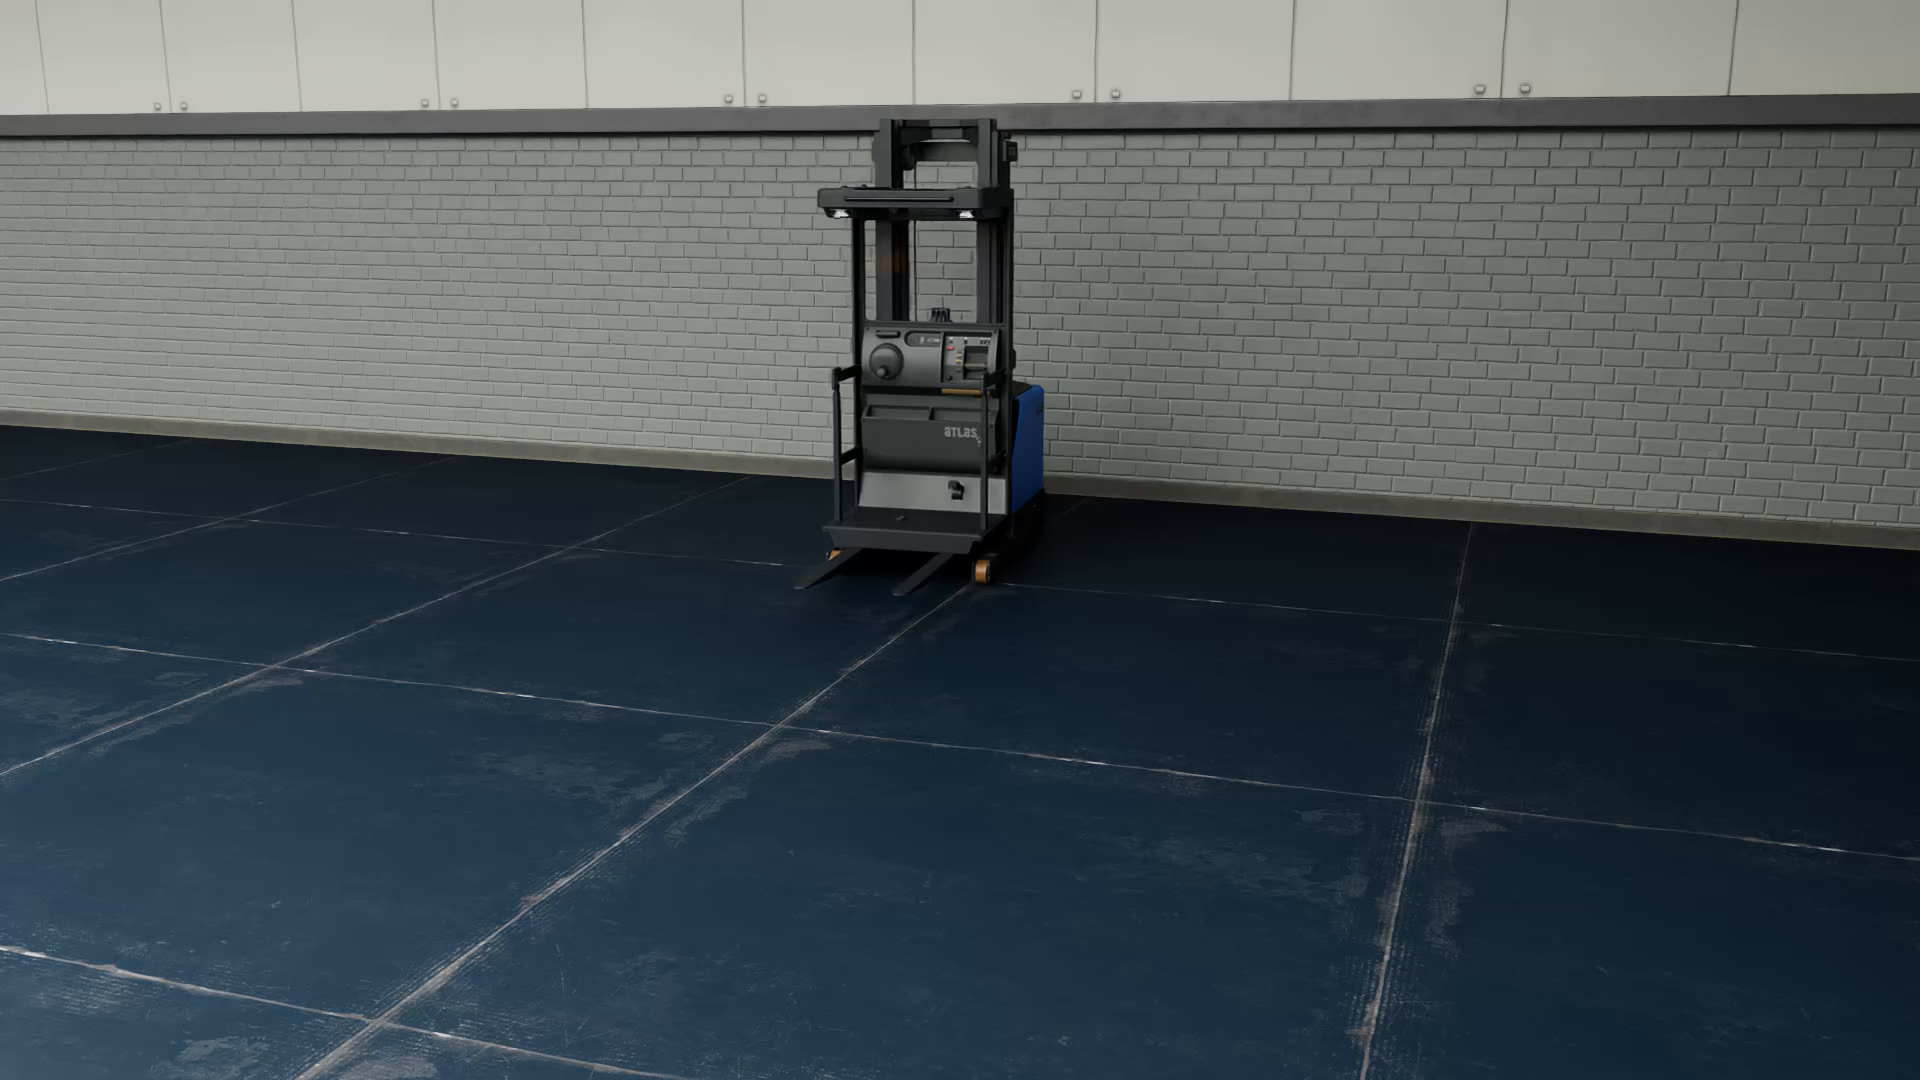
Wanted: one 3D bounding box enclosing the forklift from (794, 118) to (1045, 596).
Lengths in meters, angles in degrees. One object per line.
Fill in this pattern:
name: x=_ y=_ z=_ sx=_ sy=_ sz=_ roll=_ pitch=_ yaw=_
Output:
forklift: x=-0.253 y=-1.237 z=10.822 sx=1.130 sy=2.935 sz=3.031 roll=3 pitch=13 yaw=15
